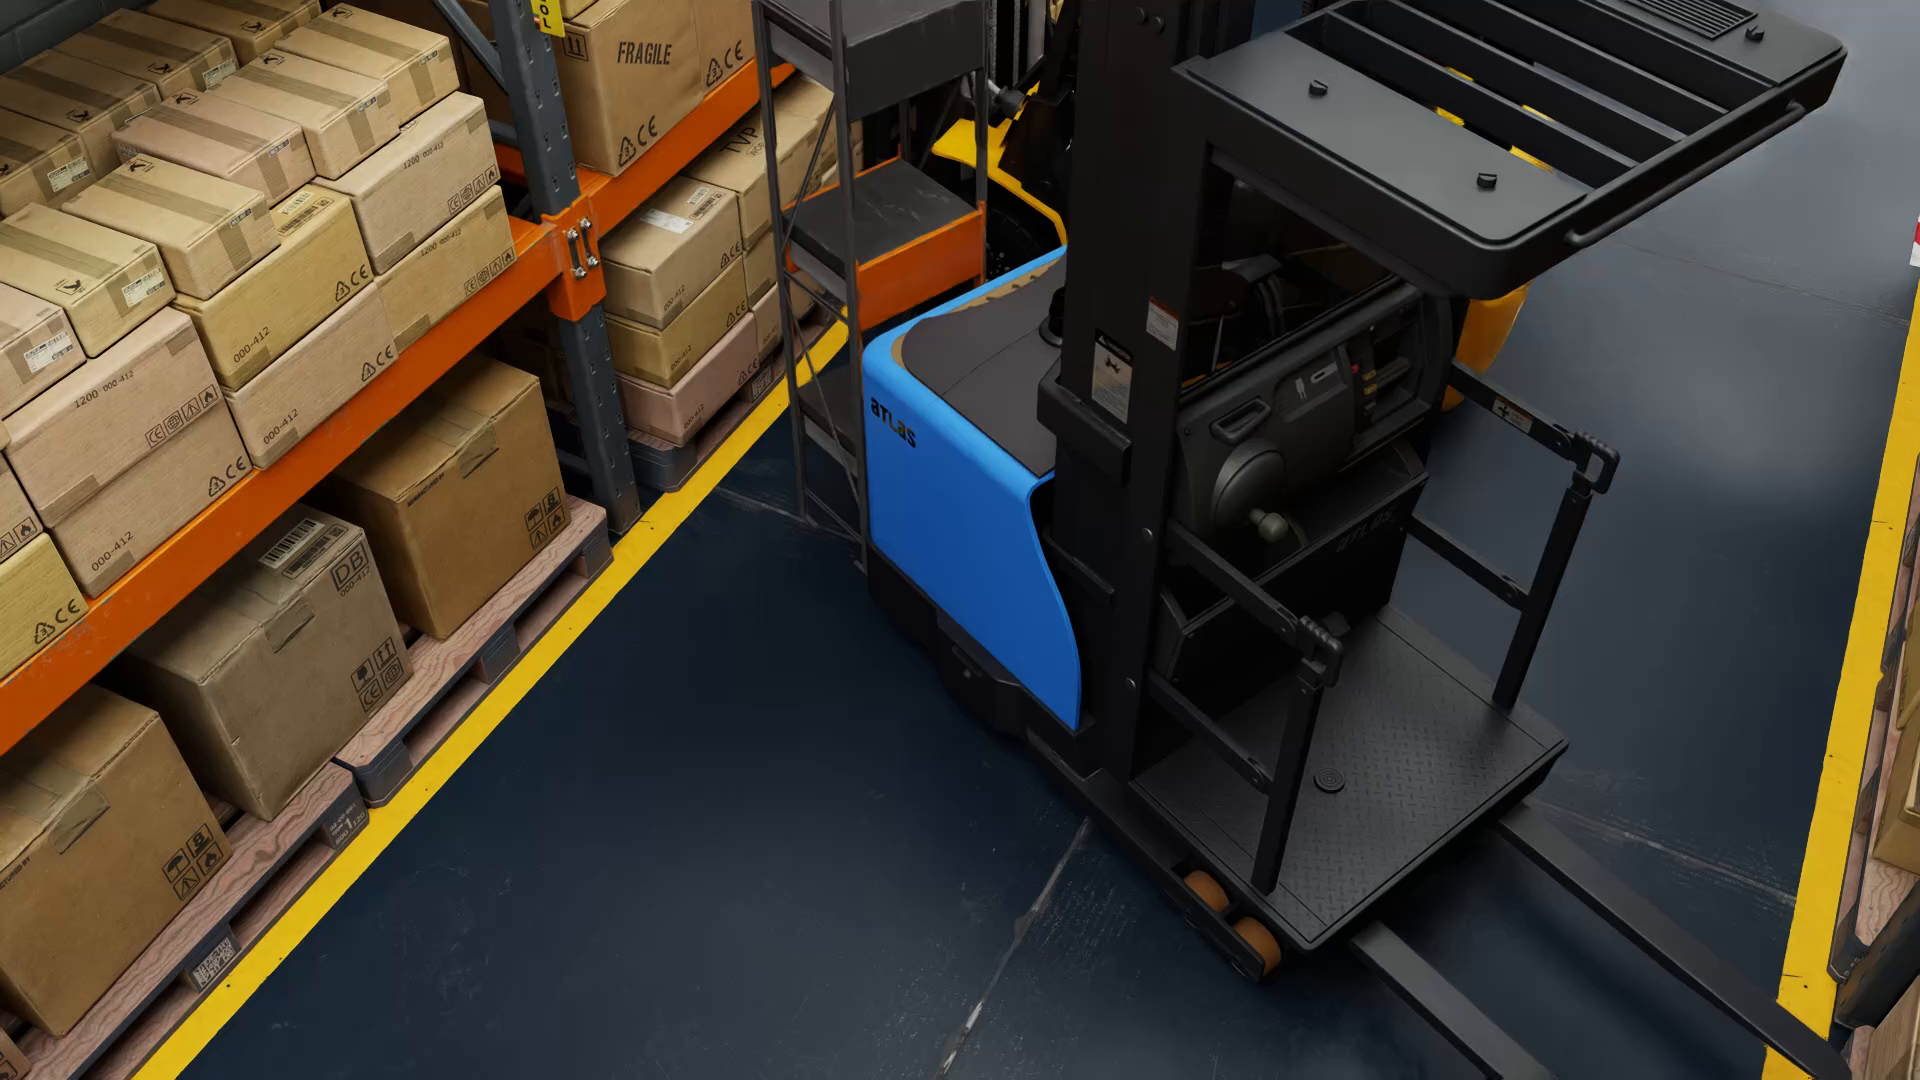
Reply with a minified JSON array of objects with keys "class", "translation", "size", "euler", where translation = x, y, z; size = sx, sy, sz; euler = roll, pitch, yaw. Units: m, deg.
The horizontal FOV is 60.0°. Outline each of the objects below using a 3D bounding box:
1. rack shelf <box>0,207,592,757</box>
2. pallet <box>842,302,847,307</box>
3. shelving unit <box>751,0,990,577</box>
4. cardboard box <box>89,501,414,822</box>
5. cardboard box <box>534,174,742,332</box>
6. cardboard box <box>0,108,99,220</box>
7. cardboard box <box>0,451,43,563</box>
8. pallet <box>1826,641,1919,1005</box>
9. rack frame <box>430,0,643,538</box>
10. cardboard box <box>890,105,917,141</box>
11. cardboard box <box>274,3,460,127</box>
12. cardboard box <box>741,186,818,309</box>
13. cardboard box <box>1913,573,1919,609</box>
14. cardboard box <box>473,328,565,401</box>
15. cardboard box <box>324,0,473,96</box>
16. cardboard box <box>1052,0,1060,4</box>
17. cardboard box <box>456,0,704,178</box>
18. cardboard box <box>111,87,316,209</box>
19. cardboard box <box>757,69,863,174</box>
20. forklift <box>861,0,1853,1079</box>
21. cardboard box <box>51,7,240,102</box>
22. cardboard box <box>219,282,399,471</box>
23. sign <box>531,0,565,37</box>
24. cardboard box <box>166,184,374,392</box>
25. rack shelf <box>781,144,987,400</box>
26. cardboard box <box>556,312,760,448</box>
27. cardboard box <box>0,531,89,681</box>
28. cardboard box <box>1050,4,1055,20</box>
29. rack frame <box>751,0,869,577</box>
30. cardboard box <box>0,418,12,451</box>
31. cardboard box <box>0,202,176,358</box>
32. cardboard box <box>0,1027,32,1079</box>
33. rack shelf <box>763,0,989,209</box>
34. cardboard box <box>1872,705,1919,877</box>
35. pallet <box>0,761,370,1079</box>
[{"class":"rack shelf","translation":[-2.512,0.247,3.903],"size":[1.077,0.370,4.000],"euler":[20,49,19]},{"class":"pallet","translation":[-0.612,-1.544,7.128],"size":[1.003,0.211,1.213],"euler":[20,49,19]},{"class":"shelving unit","translation":[-0.241,-0.832,5.096],"size":[0.503,2.100,0.431],"euler":[-30,53,-27]},{"class":"cardboard box","translation":[-2.183,0.240,4.778],"size":[0.875,0.625,0.625],"euler":[20,49,19]},{"class":"cardboard box","translation":[-1.081,-0.999,5.564],"size":[0.500,0.250,0.500],"euler":[20,49,18]},{"class":"cardboard box","translation":[-2.325,-0.902,4.006],"size":[0.380,0.149,0.250],"euler":[20,49,19]},{"class":"cardboard box","translation":[-2.311,-0.037,3.431],"size":[0.500,0.250,0.500],"euler":[21,49,20]},{"class":"pallet","translation":[3.095,0.916,4.696],"size":[1.003,0.211,1.213],"euler":[20,49,19]},{"class":"rack frame","translation":[-1.584,-1.266,4.892],"size":[1.000,3.000,0.127],"euler":[20,49,19]},{"class":"cardboard box","translation":[-0.375,-1.774,6.681],"size":[0.500,0.250,0.500],"euler":[20,49,19]},{"class":"cardboard box","translation":[-1.545,-1.240,4.341],"size":[0.380,0.149,0.250],"euler":[22,49,20]},{"class":"cardboard box","translation":[-0.854,-1.143,6.057],"size":[0.500,0.250,0.500],"euler":[20,49,19]},{"class":"cardboard box","translation":[3.330,0.071,5.209],"size":[0.500,0.250,0.500],"euler":[21,49,20]},{"class":"cardboard box","translation":[-1.537,-0.819,6.089],"size":[0.500,0.250,0.500],"euler":[21,49,19]},{"class":"cardboard box","translation":[-1.614,-1.673,5.224],"size":[0.500,0.500,0.500],"euler":[20,49,19]},{"class":"cardboard box","translation":[0.324,-2.732,7.628],"size":[0.500,0.250,0.500],"euler":[20,49,19]},{"class":"cardboard box","translation":[-1.146,-1.494,5.047],"size":[0.500,0.500,0.500],"euler":[19,48,18]},{"class":"cardboard box","translation":[-1.809,-0.935,4.039],"size":[0.380,0.149,0.250],"euler":[20,49,19]},{"class":"cardboard box","translation":[-0.614,-1.635,6.192],"size":[0.500,0.250,0.500],"euler":[22,49,20]},{"class":"forklift","translation":[1.010,-0.238,3.925],"size":[1.130,2.935,3.031],"euler":[-30,52,-26]},{"class":"cardboard box","translation":[-2.108,-1.227,4.327],"size":[0.380,0.149,0.250],"euler":[19,48,18]},{"class":"cardboard box","translation":[-1.814,-0.491,4.231],"size":[0.500,0.250,0.500],"euler":[20,49,19]},{"class":"sign","translation":[-1.098,-1.472,4.337],"size":[0.100,0.325,0.005],"euler":[20,49,19]},{"class":"cardboard box","translation":[-1.817,-0.668,4.056],"size":[0.500,0.250,0.500],"euler":[19,48,18]},{"class":"rack shelf","translation":[-0.241,-0.822,5.106],"size":[0.480,0.518,0.431],"euler":[-30,53,-27]},{"class":"cardboard box","translation":[-1.066,-0.642,5.914],"size":[0.500,0.250,0.500],"euler":[21,49,19]},{"class":"cardboard box","translation":[-2.305,0.140,3.608],"size":[0.500,0.250,0.500],"euler":[22,49,20]},{"class":"cardboard box","translation":[0.096,-2.256,7.509],"size":[0.500,0.250,0.500],"euler":[20,49,19]},{"class":"rack frame","translation":[-0.429,-0.721,4.987],"size":[0.015,2.100,0.400],"euler":[-30,53,-27]},{"class":"cardboard box","translation":[-2.167,-0.233,3.345],"size":[0.380,0.149,0.250],"euler":[19,48,18]},{"class":"cardboard box","translation":[-1.991,-0.581,3.689],"size":[0.380,0.149,0.250],"euler":[19,48,18]},{"class":"cardboard box","translation":[-2.842,1.139,3.890],"size":[0.875,0.625,0.625],"euler":[22,49,20]},{"class":"rack shelf","translation":[-0.241,-1.314,4.608],"size":[0.480,0.518,0.431],"euler":[-30,53,-27]},{"class":"cardboard box","translation":[2.851,0.729,4.559],"size":[0.500,0.250,0.500],"euler":[23,50,21]},{"class":"pallet","translation":[-2.456,0.963,4.650],"size":[1.003,0.211,1.213],"euler":[20,49,19]}]
